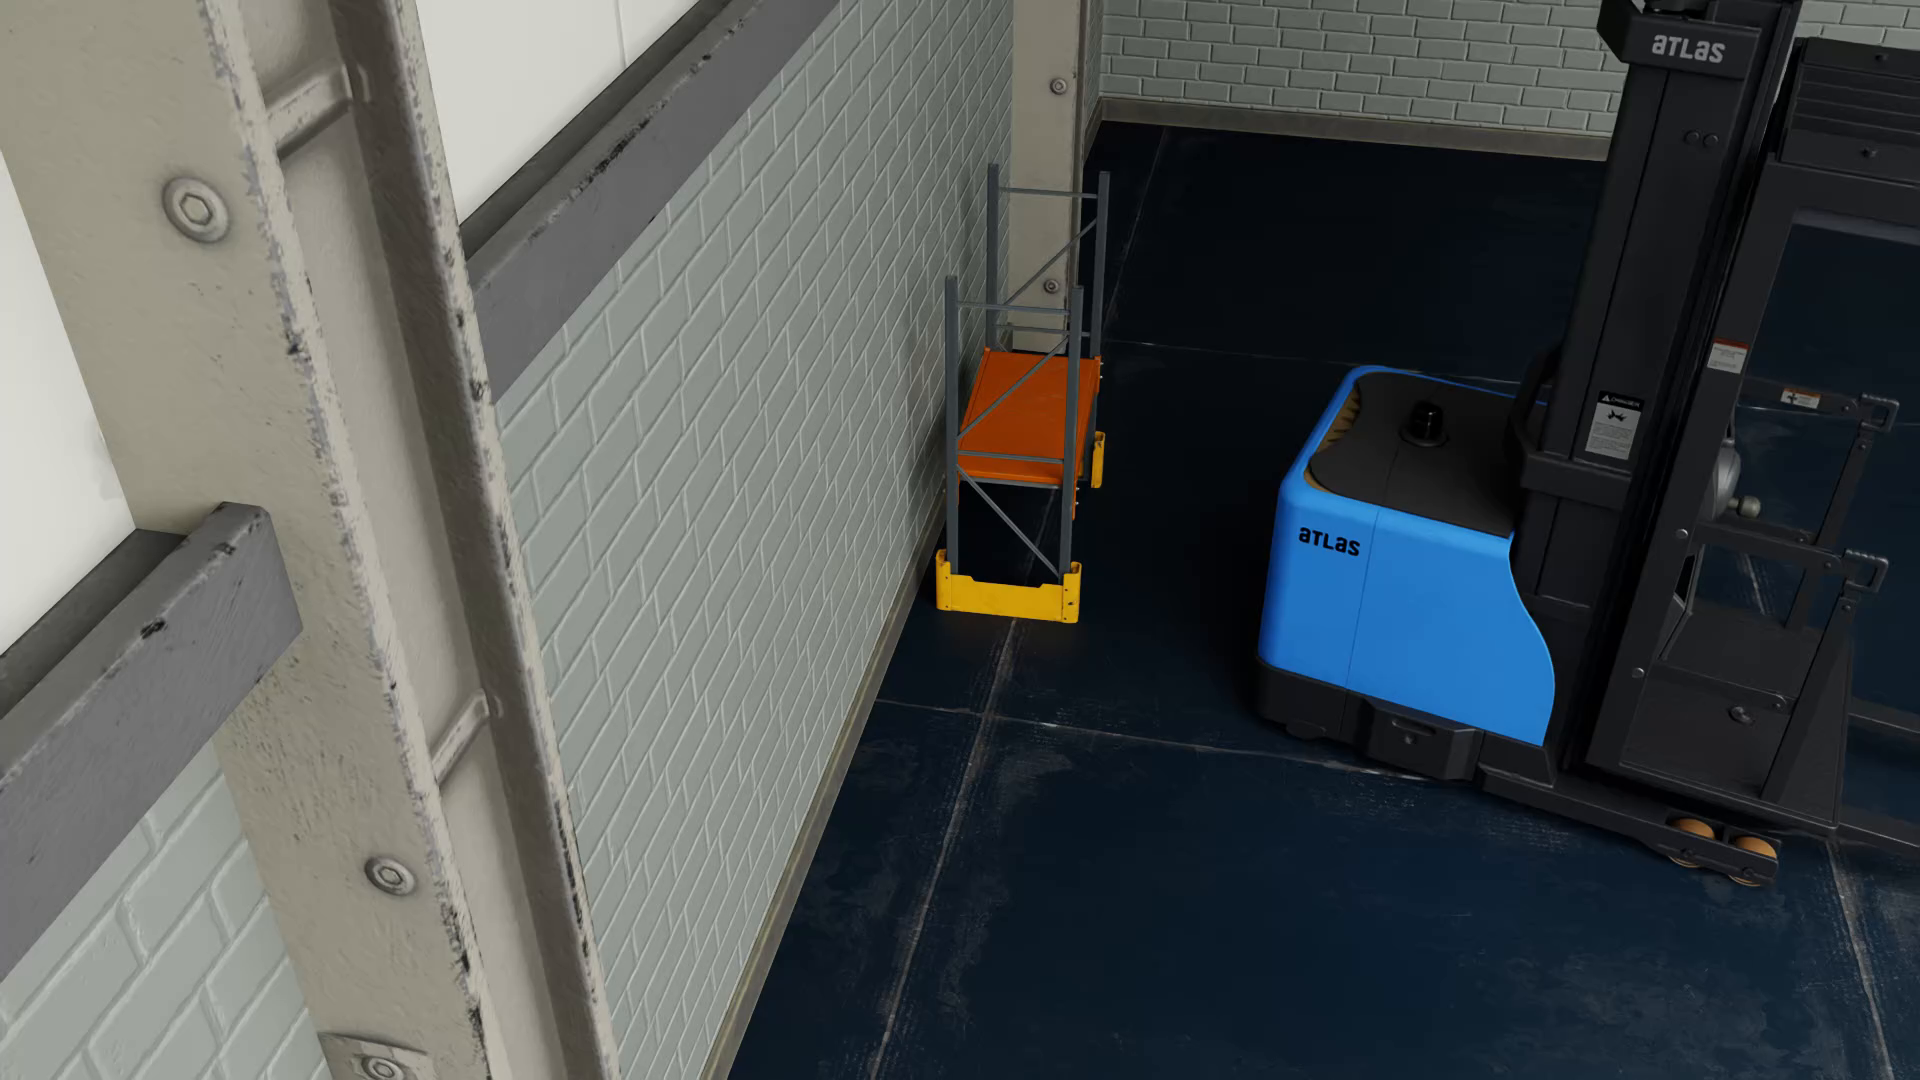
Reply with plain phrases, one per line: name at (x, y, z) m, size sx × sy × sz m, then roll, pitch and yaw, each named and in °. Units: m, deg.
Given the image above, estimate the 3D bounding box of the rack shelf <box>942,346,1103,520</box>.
rack shelf at (0.278, -0.466, 6.922) m, size 0.538 × 0.185 × 1.000 m, roll 6°, pitch 36°, yaw 8°

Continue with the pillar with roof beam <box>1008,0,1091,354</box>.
pillar with roof beam at (4.634, -4.195, 5.370) m, size 9.100 × 9.000 × 0.400 m, roll 7°, pitch 37°, yaw 10°

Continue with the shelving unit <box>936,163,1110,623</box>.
shelving unit at (0.277, -0.607, 6.809) m, size 0.587 × 1.500 × 1.083 m, roll 6°, pitch 36°, yaw 8°

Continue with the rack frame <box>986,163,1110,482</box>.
rack frame at (0.362, -0.906, 7.222) m, size 0.500 × 1.500 × 0.032 m, roll 6°, pitch 36°, yaw 8°

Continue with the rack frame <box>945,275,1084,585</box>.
rack frame at (0.194, -0.318, 6.410) m, size 0.500 × 1.500 × 0.032 m, roll 6°, pitch 36°, yaw 8°

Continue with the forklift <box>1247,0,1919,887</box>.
forklift at (2.639, -0.373, 5.267) m, size 3.031 × 2.935 × 1.130 m, roll 16°, pitch 39°, yaw 21°

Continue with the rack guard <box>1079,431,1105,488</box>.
rack guard at (0.358, -0.389, 7.573) m, size 0.587 × 0.250 × 0.087 m, roll 6°, pitch 36°, yaw 8°

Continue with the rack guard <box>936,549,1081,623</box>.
rack guard at (0.195, 0.188, 6.778) m, size 0.587 × 0.250 × 0.087 m, roll 6°, pitch 36°, yaw 8°
